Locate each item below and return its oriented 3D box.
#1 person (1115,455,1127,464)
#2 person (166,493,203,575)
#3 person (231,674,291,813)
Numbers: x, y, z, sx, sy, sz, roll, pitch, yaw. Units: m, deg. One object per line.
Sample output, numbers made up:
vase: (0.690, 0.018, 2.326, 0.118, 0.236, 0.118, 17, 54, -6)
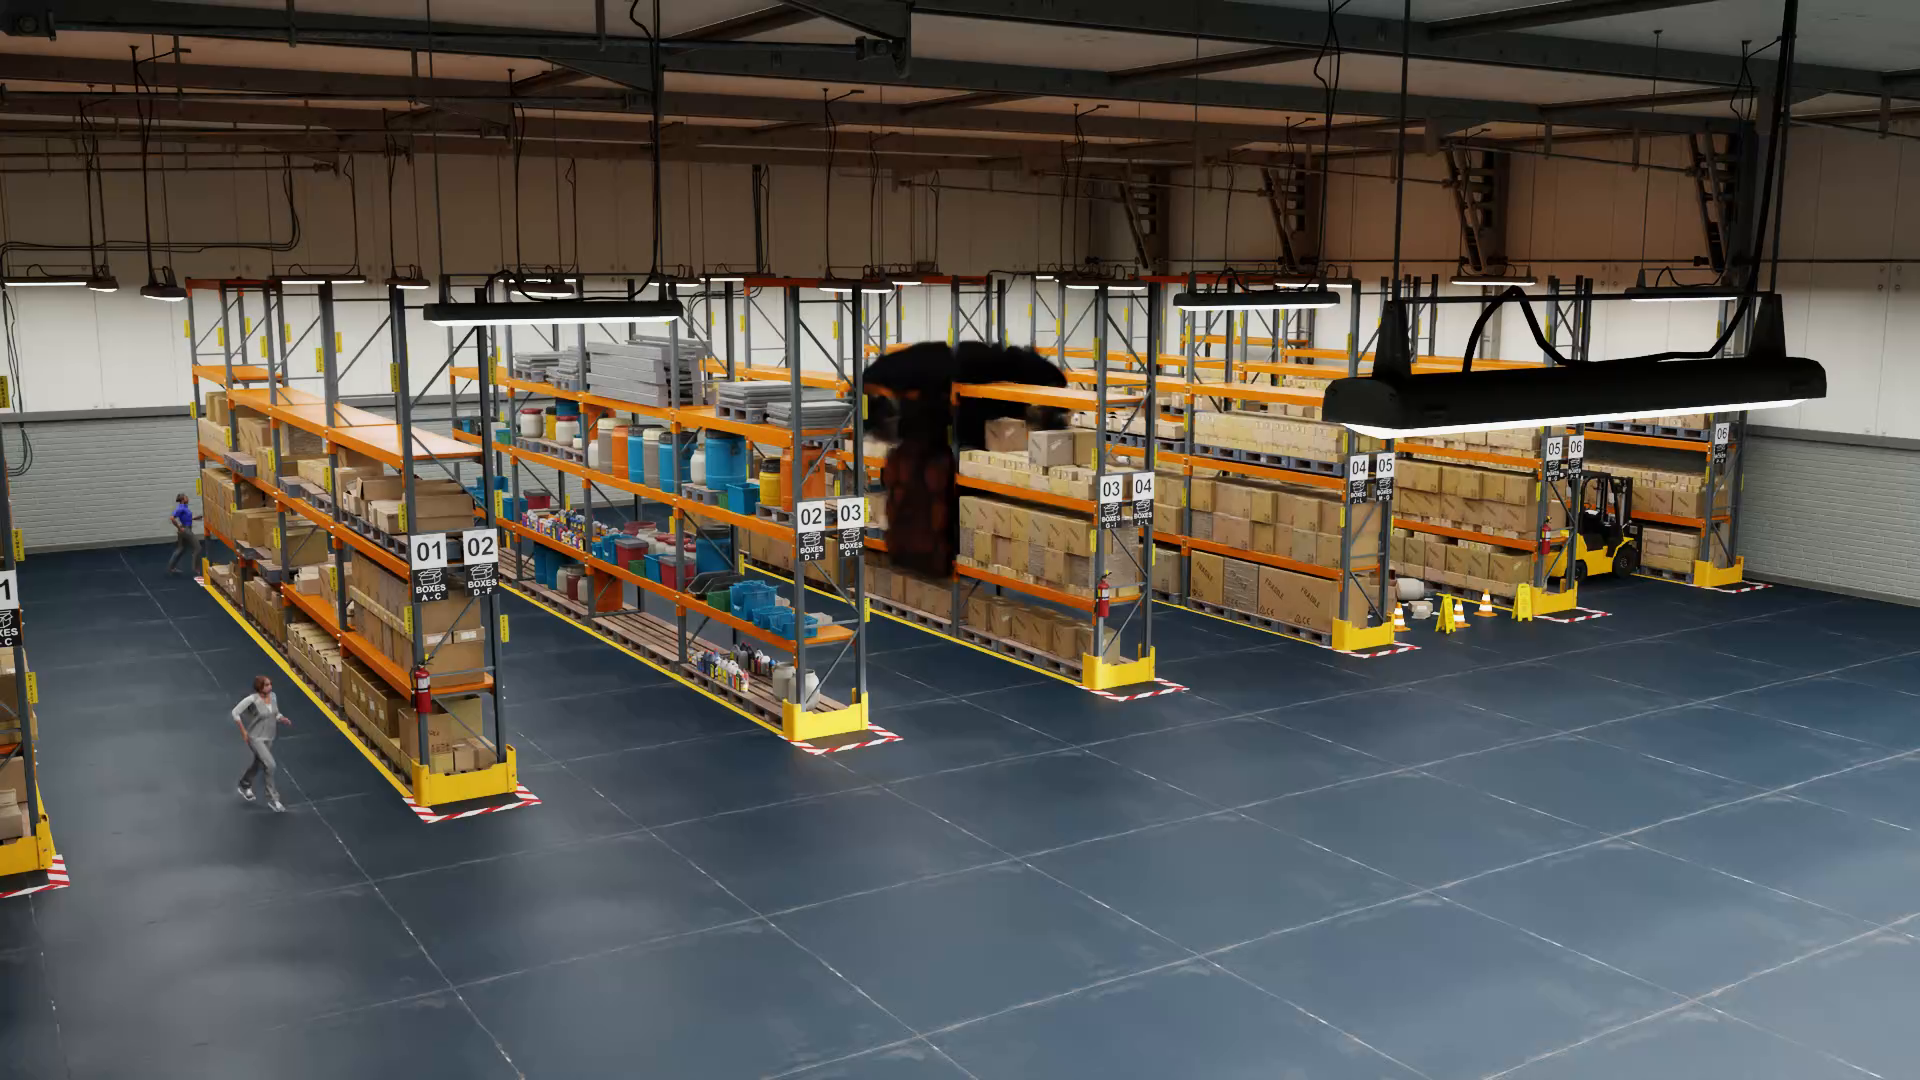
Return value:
person: (3.596, -1.044, 37.335, 0.688, 1.723, 0.640, -9, 13, -44)
person: (-15.679, -0.100, 33.644, 0.755, 1.719, 0.545, -5, 11, -29)
person: (-8.136, 2.362, 19.338, 0.835, 1.603, 0.474, 3, 10, 19)
